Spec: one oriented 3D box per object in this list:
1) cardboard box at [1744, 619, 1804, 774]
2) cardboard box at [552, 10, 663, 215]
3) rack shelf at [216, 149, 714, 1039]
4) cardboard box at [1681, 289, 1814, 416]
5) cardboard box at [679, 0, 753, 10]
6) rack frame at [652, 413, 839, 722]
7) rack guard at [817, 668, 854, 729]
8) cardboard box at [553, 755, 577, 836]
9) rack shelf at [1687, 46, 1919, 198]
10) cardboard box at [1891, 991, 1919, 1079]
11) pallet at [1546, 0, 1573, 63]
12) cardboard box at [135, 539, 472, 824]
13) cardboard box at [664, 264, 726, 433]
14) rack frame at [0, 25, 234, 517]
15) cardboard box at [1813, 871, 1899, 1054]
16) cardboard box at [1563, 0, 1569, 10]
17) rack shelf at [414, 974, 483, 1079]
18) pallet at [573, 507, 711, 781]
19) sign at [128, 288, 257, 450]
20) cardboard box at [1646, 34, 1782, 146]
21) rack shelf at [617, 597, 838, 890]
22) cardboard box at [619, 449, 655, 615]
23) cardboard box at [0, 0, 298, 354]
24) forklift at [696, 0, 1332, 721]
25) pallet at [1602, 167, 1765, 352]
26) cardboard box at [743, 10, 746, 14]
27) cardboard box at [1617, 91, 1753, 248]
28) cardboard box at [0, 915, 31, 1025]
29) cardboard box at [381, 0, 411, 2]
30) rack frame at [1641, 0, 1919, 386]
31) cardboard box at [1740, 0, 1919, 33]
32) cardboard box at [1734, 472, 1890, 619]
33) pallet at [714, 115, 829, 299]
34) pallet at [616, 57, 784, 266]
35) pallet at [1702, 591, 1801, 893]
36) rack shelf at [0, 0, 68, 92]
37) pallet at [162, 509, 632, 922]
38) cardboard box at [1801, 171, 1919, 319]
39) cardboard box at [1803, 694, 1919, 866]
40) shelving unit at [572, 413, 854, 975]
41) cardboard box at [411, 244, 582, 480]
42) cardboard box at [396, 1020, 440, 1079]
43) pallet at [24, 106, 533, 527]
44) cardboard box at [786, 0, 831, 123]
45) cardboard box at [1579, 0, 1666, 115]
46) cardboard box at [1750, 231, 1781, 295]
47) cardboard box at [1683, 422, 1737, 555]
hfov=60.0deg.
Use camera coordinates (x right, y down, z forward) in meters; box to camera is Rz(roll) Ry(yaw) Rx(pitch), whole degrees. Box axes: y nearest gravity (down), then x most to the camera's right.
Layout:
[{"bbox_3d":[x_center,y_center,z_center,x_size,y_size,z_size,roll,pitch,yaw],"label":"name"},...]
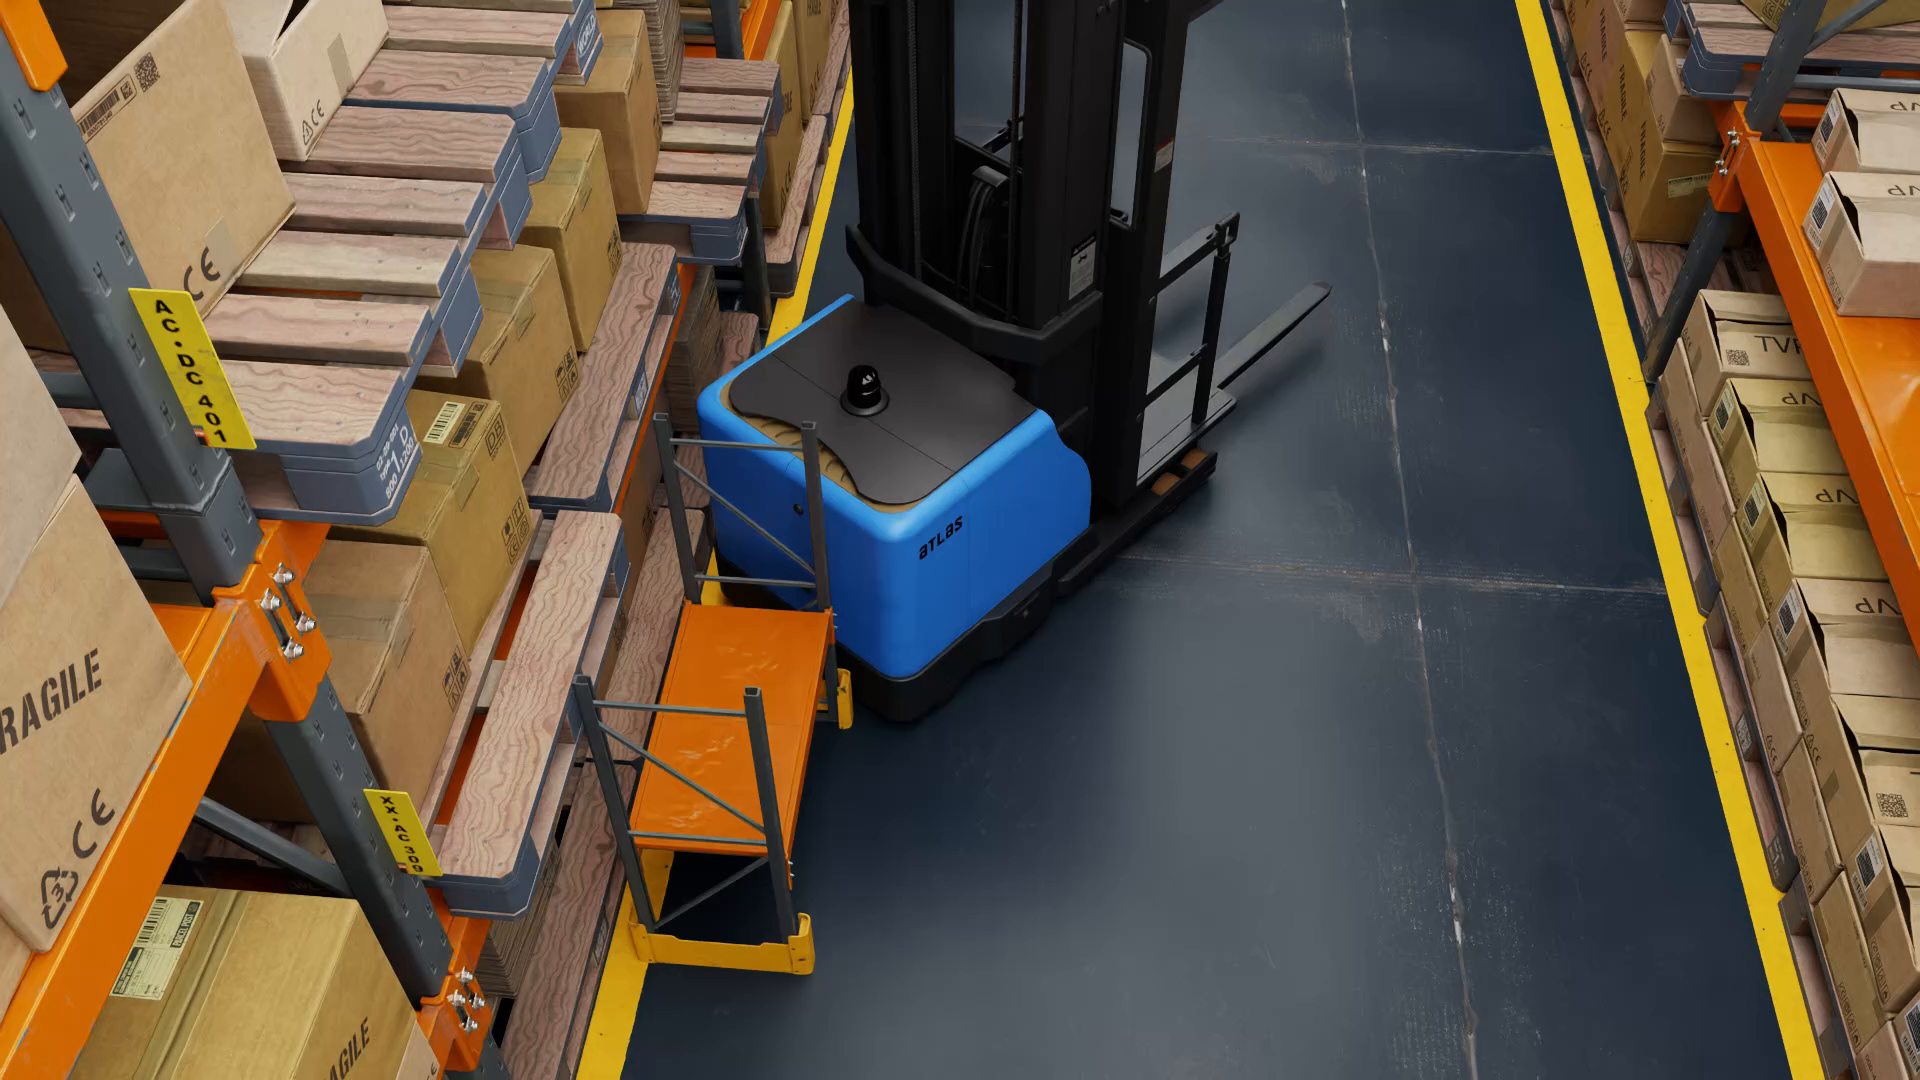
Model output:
[{"bbox_3d":[3.085,0.565,5.805,0.500,0.250,0.500,5,48,4],"label":"cardboard box"},{"bbox_3d":[-1.432,-1.469,5.721,0.700,0.500,0.500,0,48,0],"label":"cardboard box"},{"bbox_3d":[-1.557,-0.333,5.535,1.077,0.370,4.000,4,48,4],"label":"rack shelf"},{"bbox_3d":[3.218,-0.753,6.631,0.500,0.311,0.500,5,48,5],"label":"cardboard box"},{"bbox_3d":[-1.076,-2.526,6.771,0.500,0.500,0.500,5,48,5],"label":"cardboard box"},{"bbox_3d":[-0.690,0.142,5.629,0.500,1.500,0.032,4,48,3],"label":"rack frame"},{"bbox_3d":[-0.690,0.565,6.089,0.587,0.250,0.087,4,48,3],"label":"rack guard"},{"bbox_3d":[-1.692,0.664,5.532,0.700,0.500,0.500,3,48,3],"label":"cardboard box"},{"bbox_3d":[3.740,-2.942,7.922,1.077,0.370,4.000,4,48,4],"label":"rack shelf"},{"bbox_3d":[2.945,1.504,4.566,0.500,0.311,0.500,4,48,4],"label":"cardboard box"},{"bbox_3d":[3.886,-3.113,9.480,1.003,0.211,1.213,4,48,4],"label":"pallet"},{"bbox_3d":[-1.659,0.340,4.066,0.700,0.500,0.500,4,48,4],"label":"cardboard box"},{"bbox_3d":[-1.389,-0.818,6.887,0.700,0.500,0.500,4,48,4],"label":"cardboard box"},{"bbox_3d":[-1.740,-1.131,1.712,1.000,3.000,0.127,4,48,4],"label":"rack frame"},{"bbox_3d":[2.991,1.315,5.120,0.500,0.250,0.500,3,48,3],"label":"cardboard box"},{"bbox_3d":[3.598,-3.228,9.091,0.500,0.500,0.500,4,48,4],"label":"cardboard box"},{"bbox_3d":[-1.922,2.606,2.847,1.077,0.370,4.000,4,48,4],"label":"rack shelf"},{"bbox_3d":[-1.562,0.364,6.300,1.003,0.211,1.213,4,48,4],"label":"pallet"},{"bbox_3d":[-1.199,-0.262,2.600,0.100,0.325,0.005,4,48,4],"label":"sign"},{"bbox_3d":[3.411,-2.018,7.476,0.500,0.250,0.500,6,48,5],"label":"cardboard box"},{"bbox_3d":[-0.733,0.638,5.420,0.538,0.185,1.000,4,48,3],"label":"rack shelf"},{"bbox_3d":[-1.569,-0.080,6.212,0.700,0.500,0.500,4,48,3],"label":"cardboard box"},{"bbox_3d":[-1.610,-0.690,2.990,0.500,0.500,0.500,10,48,9],"label":"cardboard box"},{"bbox_3d":[0.423,-1.332,6.008,1.130,2.935,3.031,34,56,27],"label":"forklift"},{"bbox_3d":[3.664,-1.320,7.840,1.003,0.211,1.213,4,48,4],"label":"pallet"},{"bbox_3d":[-1.083,-2.378,7.075,0.380,0.149,0.250,4,48,4],"label":"cardboard box"},{"bbox_3d":[3.410,-1.723,7.715,0.500,0.500,0.500,6,48,5],"label":"cardboard box"},{"bbox_3d":[-1.598,0.599,2.081,0.500,0.500,0.500,0,48,0],"label":"cardboard box"},{"bbox_3d":[-1.498,-1.597,3.818,0.500,0.500,0.500,2,48,2],"label":"cardboard box"},{"bbox_3d":[3.558,-1.715,6.312,1.000,3.000,0.127,4,48,4],"label":"rack frame"},{"bbox_3d":[3.503,-2.361,6.550,0.700,0.500,0.500,-11,48,-10],"label":"cardboard box"},{"bbox_3d":[3.130,0.008,5.934,0.500,0.311,0.500,3,48,2],"label":"cardboard box"},{"bbox_3d":[-1.228,-1.679,8.168,1.003,0.211,1.213,4,48,4],"label":"pallet"},{"bbox_3d":[-1.334,-1.450,6.199,1.213,0.211,1.003,4,48,4],"label":"pallet"},{"bbox_3d":[3.331,0.722,5.972,1.003,0.211,1.213,4,48,4],"label":"pallet"},{"bbox_3d":[-1.557,-2.223,3.469,1.077,0.370,4.000,4,48,4],"label":"rack shelf"},{"bbox_3d":[-1.525,0.407,4.501,1.003,0.211,1.213,4,48,4],"label":"pallet"},{"bbox_3d":[3.284,-1.041,5.756,0.500,0.311,0.500,3,48,3],"label":"cardboard box"},{"bbox_3d":[3.034,0.755,5.251,0.500,0.311,0.500,4,48,3],"label":"cardboard box"},{"bbox_3d":[-0.732,0.510,5.293,0.587,1.500,1.083,4,48,3],"label":"shelving unit"},{"bbox_3d":[-1.572,-0.556,4.886,0.700,0.500,0.500,10,48,9],"label":"cardboard box"},{"bbox_3d":[-1.481,1.306,3.637,0.500,0.250,0.500,4,48,4],"label":"cardboard box"},{"bbox_3d":[-1.577,-0.502,3.296,1.213,0.211,1.003,4,48,4],"label":"pallet"},{"bbox_3d":[-1.091,-2.637,8.327,0.750,0.750,0.750,4,48,3],"label":"cardboard box"},{"bbox_3d":[3.499,-2.489,8.416,0.500,0.500,0.500,2,48,2],"label":"cardboard box"},{"bbox_3d":[3.884,-1.335,7.360,0.500,0.500,0.500,6,48,5],"label":"cardboard box"},{"bbox_3d":[3.173,-0.194,6.500,0.500,0.250,0.500,3,48,2],"label":"cardboard box"}]
